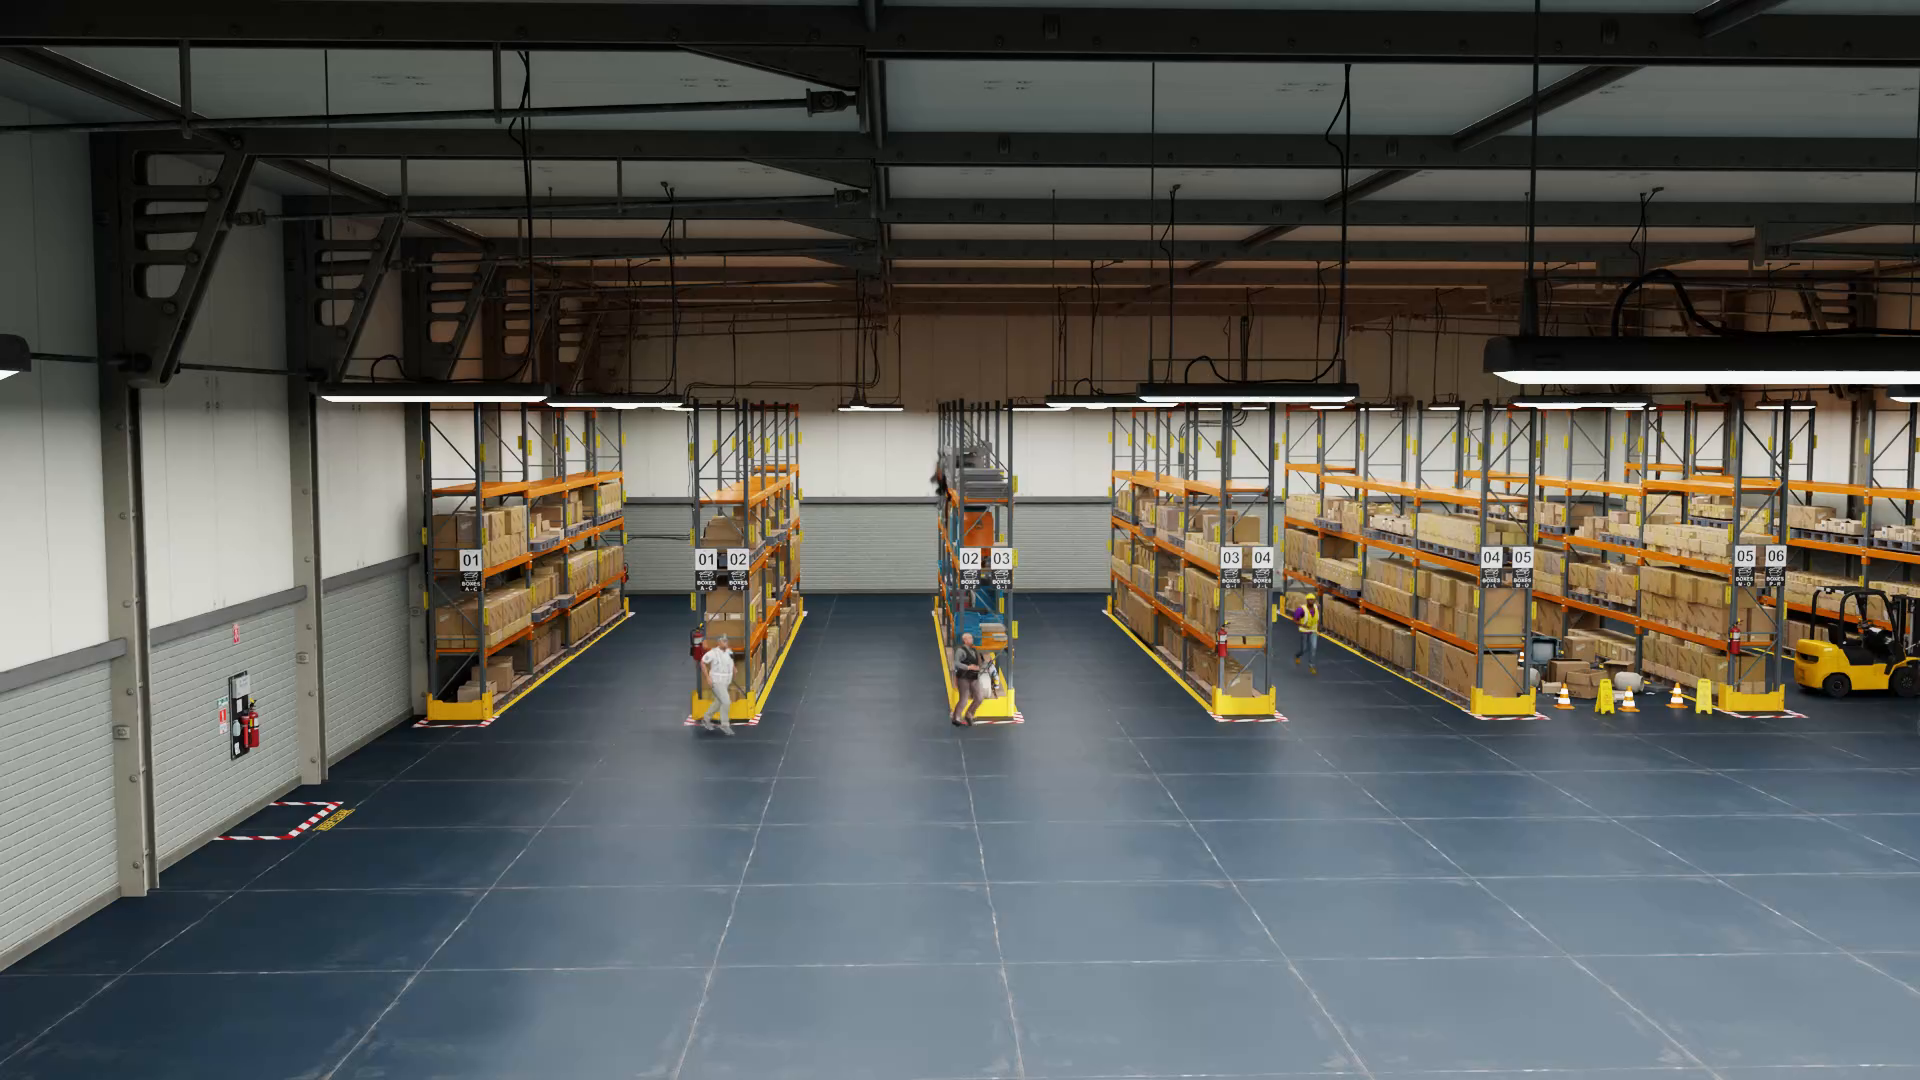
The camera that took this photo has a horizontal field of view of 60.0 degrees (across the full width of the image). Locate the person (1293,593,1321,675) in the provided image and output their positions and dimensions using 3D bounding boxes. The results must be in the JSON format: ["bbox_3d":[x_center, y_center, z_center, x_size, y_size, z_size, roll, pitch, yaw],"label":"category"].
[{"bbox_3d":[7.701,2.046,36.877,0.725,1.757,1.012,-1,5,-16],"label":"person"}]

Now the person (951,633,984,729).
[{"bbox_3d":[0.167,2.572,30.314,0.625,1.746,0.674,4,6,40],"label":"person"}]

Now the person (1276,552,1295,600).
[{"bbox_3d":[9.590,1.140,48.833,0.649,1.754,0.689,-2,5,-25],"label":"person"}]

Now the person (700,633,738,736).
[{"bbox_3d":[-4.302,2.558,29.889,0.825,1.804,0.651,2,5,29],"label":"person"}]
